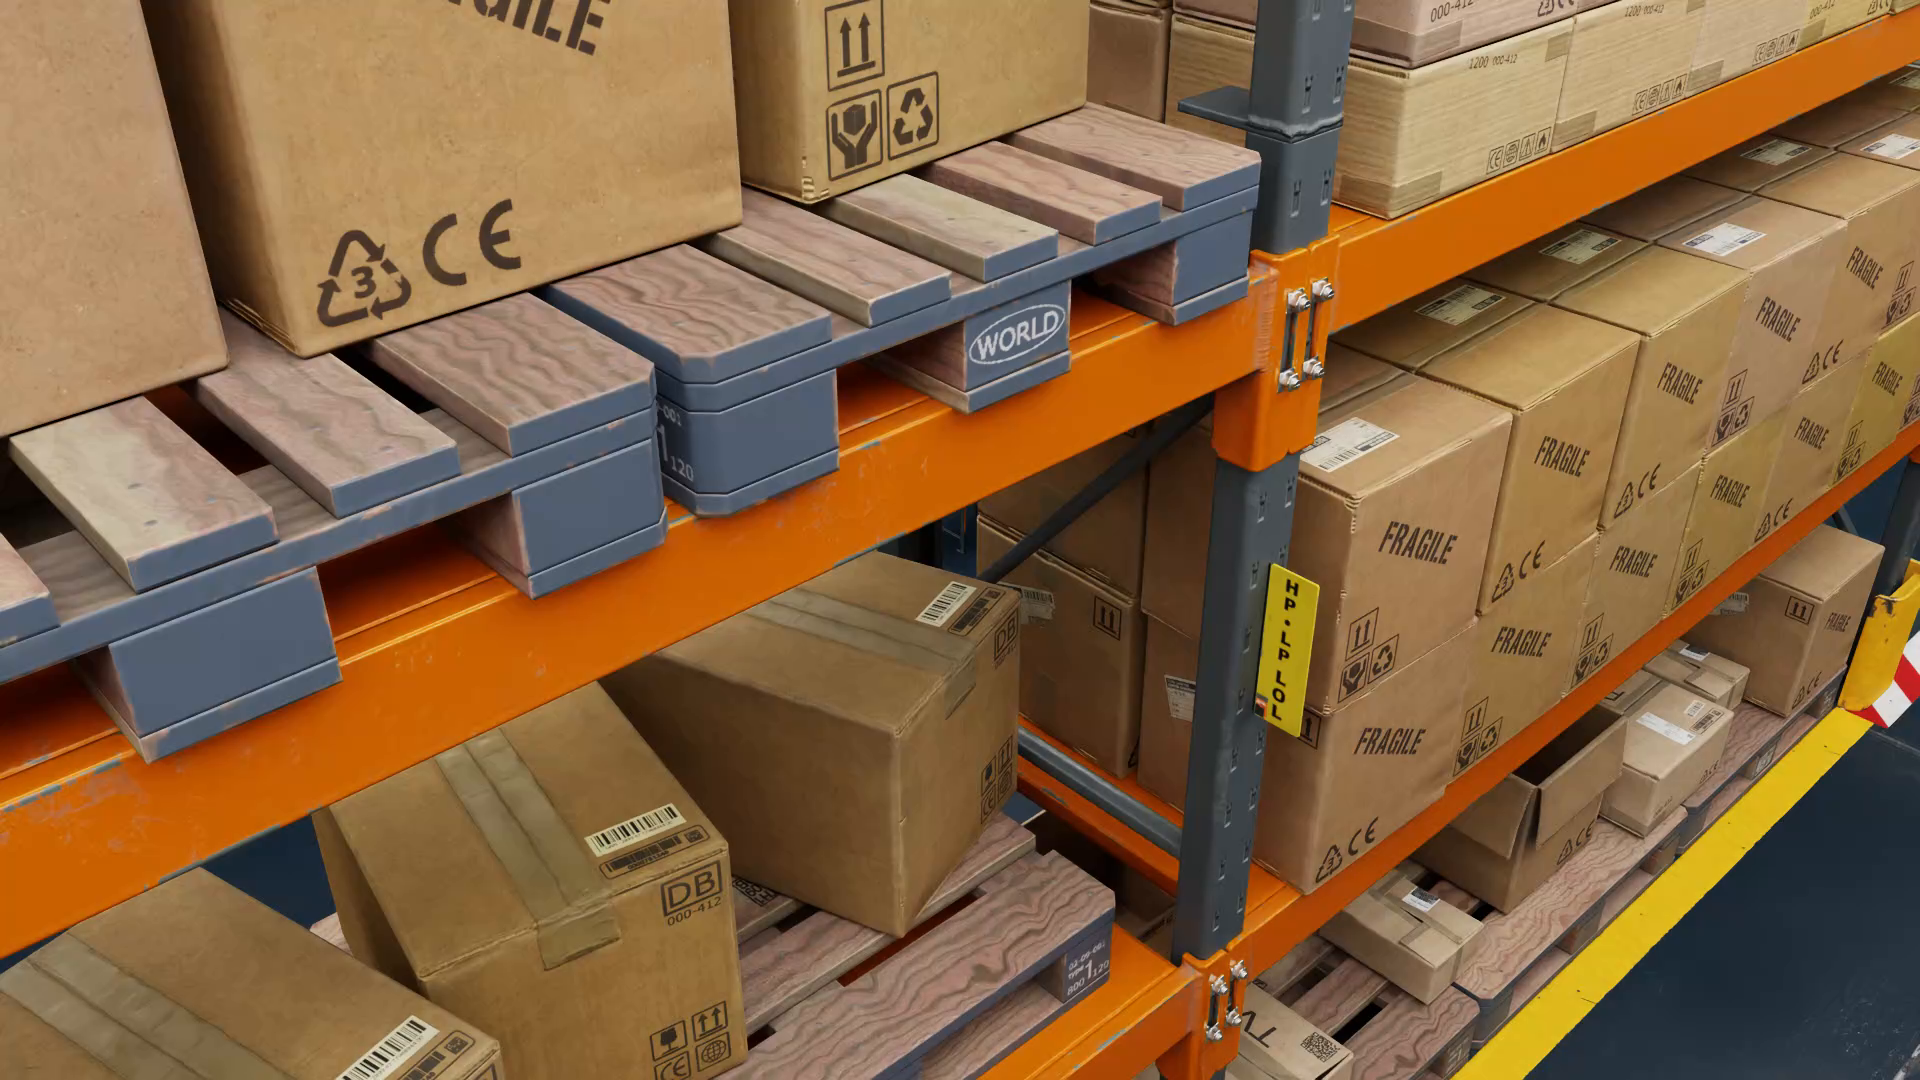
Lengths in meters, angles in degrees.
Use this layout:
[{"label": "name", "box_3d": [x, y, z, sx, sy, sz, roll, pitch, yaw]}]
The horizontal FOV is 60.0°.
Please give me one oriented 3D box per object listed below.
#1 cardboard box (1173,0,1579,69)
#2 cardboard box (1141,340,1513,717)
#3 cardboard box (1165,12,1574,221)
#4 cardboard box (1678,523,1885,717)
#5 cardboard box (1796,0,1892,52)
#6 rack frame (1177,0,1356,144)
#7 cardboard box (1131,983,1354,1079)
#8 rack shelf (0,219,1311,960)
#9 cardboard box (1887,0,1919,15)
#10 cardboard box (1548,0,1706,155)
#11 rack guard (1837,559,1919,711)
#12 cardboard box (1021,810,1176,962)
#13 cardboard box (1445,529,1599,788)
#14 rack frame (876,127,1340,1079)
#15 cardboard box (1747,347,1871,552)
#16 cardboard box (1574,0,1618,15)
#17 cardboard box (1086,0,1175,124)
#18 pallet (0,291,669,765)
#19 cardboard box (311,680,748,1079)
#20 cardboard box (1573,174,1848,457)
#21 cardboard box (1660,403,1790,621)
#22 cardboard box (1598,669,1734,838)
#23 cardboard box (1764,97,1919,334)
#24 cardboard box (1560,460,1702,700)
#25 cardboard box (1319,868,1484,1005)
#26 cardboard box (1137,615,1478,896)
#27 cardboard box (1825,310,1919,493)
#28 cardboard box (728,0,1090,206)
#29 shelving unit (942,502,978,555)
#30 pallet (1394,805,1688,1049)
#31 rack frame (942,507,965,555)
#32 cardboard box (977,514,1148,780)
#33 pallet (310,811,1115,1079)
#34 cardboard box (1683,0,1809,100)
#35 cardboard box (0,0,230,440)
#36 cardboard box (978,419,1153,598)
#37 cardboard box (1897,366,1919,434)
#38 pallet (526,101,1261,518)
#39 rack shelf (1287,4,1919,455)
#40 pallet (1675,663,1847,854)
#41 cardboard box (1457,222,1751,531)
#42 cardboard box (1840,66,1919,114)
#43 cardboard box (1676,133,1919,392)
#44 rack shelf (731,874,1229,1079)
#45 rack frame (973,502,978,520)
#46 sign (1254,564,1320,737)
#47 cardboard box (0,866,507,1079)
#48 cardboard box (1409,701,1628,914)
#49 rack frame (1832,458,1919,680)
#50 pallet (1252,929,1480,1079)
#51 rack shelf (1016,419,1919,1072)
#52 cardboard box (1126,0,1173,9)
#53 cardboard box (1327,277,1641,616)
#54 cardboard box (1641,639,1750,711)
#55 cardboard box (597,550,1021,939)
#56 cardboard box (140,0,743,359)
[{"label": "cardboard box", "box_3d": [0.722, -1.025, 2.841, 0.500, 0.250, 0.500, -26, 40, -35]}, {"label": "cardboard box", "box_3d": [0.733, -0.048, 3.398, 0.500, 0.500, 0.500, -25, 39, -34]}, {"label": "cardboard box", "box_3d": [0.721, -0.812, 2.972, 0.500, 0.250, 0.500, -26, 40, -35]}, {"label": "cardboard box", "box_3d": [2.898, 0.228, 5.976, 0.500, 0.500, 0.500, -26, 40, -35]}, {"label": "cardboard box", "box_3d": [1.822, -1.344, 3.840, 0.500, 0.250, 0.500, -26, 40, -35]}, {"label": "rack frame", "box_3d": [0.196, -2.078, 2.023, 0.127, 3.000, 1.000, -26, 40, -35]}, {"label": "cardboard box", "box_3d": [0.651, 1.374, 4.283, 0.500, 0.311, 0.500, -26, 40, -35]}, {"label": "rack shelf", "box_3d": [-1.270, 0.218, 1.833, 4.000, 0.370, 1.077, -26, 40, -35]}, {"label": "cardboard box", "box_3d": [2.200, -1.515, 4.120, 0.500, 0.250, 0.500, -26, 40, -35]}, {"label": "cardboard box", "box_3d": [1.090, -0.988, 3.259, 0.500, 0.250, 0.500, -26, 40, -35]}, {"label": "rack guard", "box_3d": [3.073, 0.156, 6.516, 0.348, 0.500, 1.175, -26, 40, -35]}, {"label": "cardboard box", "box_3d": [0.421, 1.049, 4.633, 0.500, 0.500, 0.500, -26, 40, -35]}, {"label": "cardboard box", "box_3d": [1.128, 0.179, 3.986, 0.500, 0.500, 0.500, -25, 39, -35]}, {"label": "rack frame", "box_3d": [0.196, 0.481, 3.588, 0.127, 3.000, 1.000, -26, 40, -35]}, {"label": "cardboard box", "box_3d": [2.238, -0.357, 4.863, 0.500, 0.500, 0.500, -25, 40, -35]}, {"label": "cardboard box", "box_3d": [1.087, -1.203, 3.132, 0.500, 0.250, 0.500, -26, 40, -35]}, {"label": "cardboard box", "box_3d": [0.372, -1.009, 3.293, 0.500, 0.250, 0.500, -26, 40, -35]}, {"label": "pallet", "box_3d": [-1.088, -0.145, 1.916, 1.003, 0.211, 1.213, -26, 40, -35]}, {"label": "cardboard box", "box_3d": [-0.765, 0.610, 2.879, 0.500, 0.500, 0.700, -19, 36, -28]}, {"label": "cardboard box", "box_3d": [1.866, -0.596, 4.296, 0.500, 0.500, 0.500, -24, 39, -34]}, {"label": "cardboard box", "box_3d": [1.869, -0.178, 4.571, 0.500, 0.500, 0.500, -26, 40, -36]}, {"label": "cardboard box", "box_3d": [2.181, 0.660, 5.509, 0.500, 0.250, 0.500, -26, 40, -35]}, {"label": "cardboard box", "box_3d": [2.620, -0.964, 4.897, 0.500, 0.500, 0.500, -25, 39, -34]}, {"label": "cardboard box", "box_3d": [1.497, 0.003, 4.275, 0.500, 0.500, 0.500, -26, 40, -36]}, {"label": "cardboard box", "box_3d": [1.278, 1.125, 4.828, 0.250, 0.166, 0.380, -26, 40, -35]}, {"label": "cardboard box", "box_3d": [0.755, 0.362, 3.687, 0.500, 0.500, 0.500, -25, 39, -34]}, {"label": "cardboard box", "box_3d": [2.608, -0.532, 5.149, 0.500, 0.500, 0.500, -25, 40, -35]}, {"label": "cardboard box", "box_3d": [-0.223, -0.913, 2.397, 0.600, 0.600, 0.600, 25, 39, 35]}, {"label": "shelving unit", "box_3d": [0.039, -0.467, 7.007, 0.252, 1.050, 0.215, -26, 40, -35]}, {"label": "pallet", "box_3d": [1.595, 0.993, 5.424, 1.213, 0.211, 1.003, -26, 40, -35]}, {"label": "rack frame", "box_3d": [-0.050, -0.424, 6.936, 0.008, 1.050, 0.200, -26, 40, -35]}, {"label": "cardboard box", "box_3d": [0.388, 0.163, 4.012, 0.500, 0.500, 0.500, -25, 39, -35]}, {"label": "pallet", "box_3d": [-0.464, 0.805, 3.243, 1.213, 0.211, 1.003, -26, 40, -35]}, {"label": "cardboard box", "box_3d": [1.458, -1.165, 3.548, 0.500, 0.250, 0.500, -26, 40, -35]}, {"label": "cardboard box", "box_3d": [-1.200, -0.438, 1.622, 0.600, 0.600, 0.600, 27, 41, 37]}, {"label": "cardboard box", "box_3d": [0.391, -0.266, 3.756, 0.500, 0.500, 0.500, -26, 40, -35]}, {"label": "cardboard box", "box_3d": [2.986, -0.717, 5.452, 0.500, 0.500, 0.500, -24, 39, -34]}, {"label": "pallet", "box_3d": [-0.330, -0.514, 2.520, 1.003, 0.211, 1.213, -26, 40, -35]}, {"label": "rack shelf", "box_3d": [1.663, -1.201, 4.153, 4.000, 0.370, 1.077, -26, 40, -35]}, {"label": "pallet", "box_3d": [2.490, 0.562, 6.129, 1.213, 0.211, 1.003, -26, 40, -35]}, {"label": "cardboard box", "box_3d": [1.488, -0.413, 3.996, 0.500, 0.500, 0.500, -27, 41, -37]}, {"label": "cardboard box", "box_3d": [2.990, -1.144, 5.191, 0.500, 0.500, 0.500, -26, 40, -36]}, {"label": "cardboard box", "box_3d": [2.243, -0.779, 4.594, 0.500, 0.500, 0.500, -25, 39, -34]}, {"label": "rack shelf", "box_3d": [-1.270, 1.497, 2.615, 4.000, 0.370, 1.077, -26, 40, -35]}, {"label": "rack frame", "box_3d": [0.129, -0.510, 7.078, 0.008, 1.050, 0.200, -26, 40, -35]}, {"label": "sign", "box_3d": [0.576, 0.198, 2.941, 0.005, 0.325, 0.100, -26, 40, -35]}, {"label": "cardboard box", "box_3d": [-1.057, 0.910, 2.389, 0.700, 0.500, 0.500, 18, 36, 27]}, {"label": "cardboard box", "box_3d": [1.570, 0.690, 5.217, 0.637, 0.503, 0.797, -26, 40, -35]}, {"label": "rack frame", "box_3d": [3.129, -0.938, 5.908, 0.127, 3.000, 1.000, -26, 40, -35]}, {"label": "pallet", "box_3d": [0.700, 1.428, 4.713, 1.213, 0.211, 1.003, -26, 40, -35]}, {"label": "rack shelf", "box_3d": [1.663, 0.079, 4.936, 4.000, 0.370, 1.077, -26, 40, -35]}, {"label": "cardboard box", "box_3d": [0.368, -1.224, 3.166, 0.500, 0.250, 0.500, -26, 40, -35]}, {"label": "cardboard box", "box_3d": [1.111, -0.231, 3.698, 0.500, 0.500, 0.500, -27, 41, -37]}, {"label": "cardboard box", "box_3d": [2.540, 0.480, 5.884, 0.250, 0.166, 0.380, -26, 40, -35]}, {"label": "cardboard box", "box_3d": [-0.303, 0.342, 3.317, 0.700, 0.500, 0.500, 15, 35, 23]}, {"label": "cardboard box", "box_3d": [-0.698, -0.667, 1.996, 0.600, 0.600, 0.600, -26, 40, -36]}]
